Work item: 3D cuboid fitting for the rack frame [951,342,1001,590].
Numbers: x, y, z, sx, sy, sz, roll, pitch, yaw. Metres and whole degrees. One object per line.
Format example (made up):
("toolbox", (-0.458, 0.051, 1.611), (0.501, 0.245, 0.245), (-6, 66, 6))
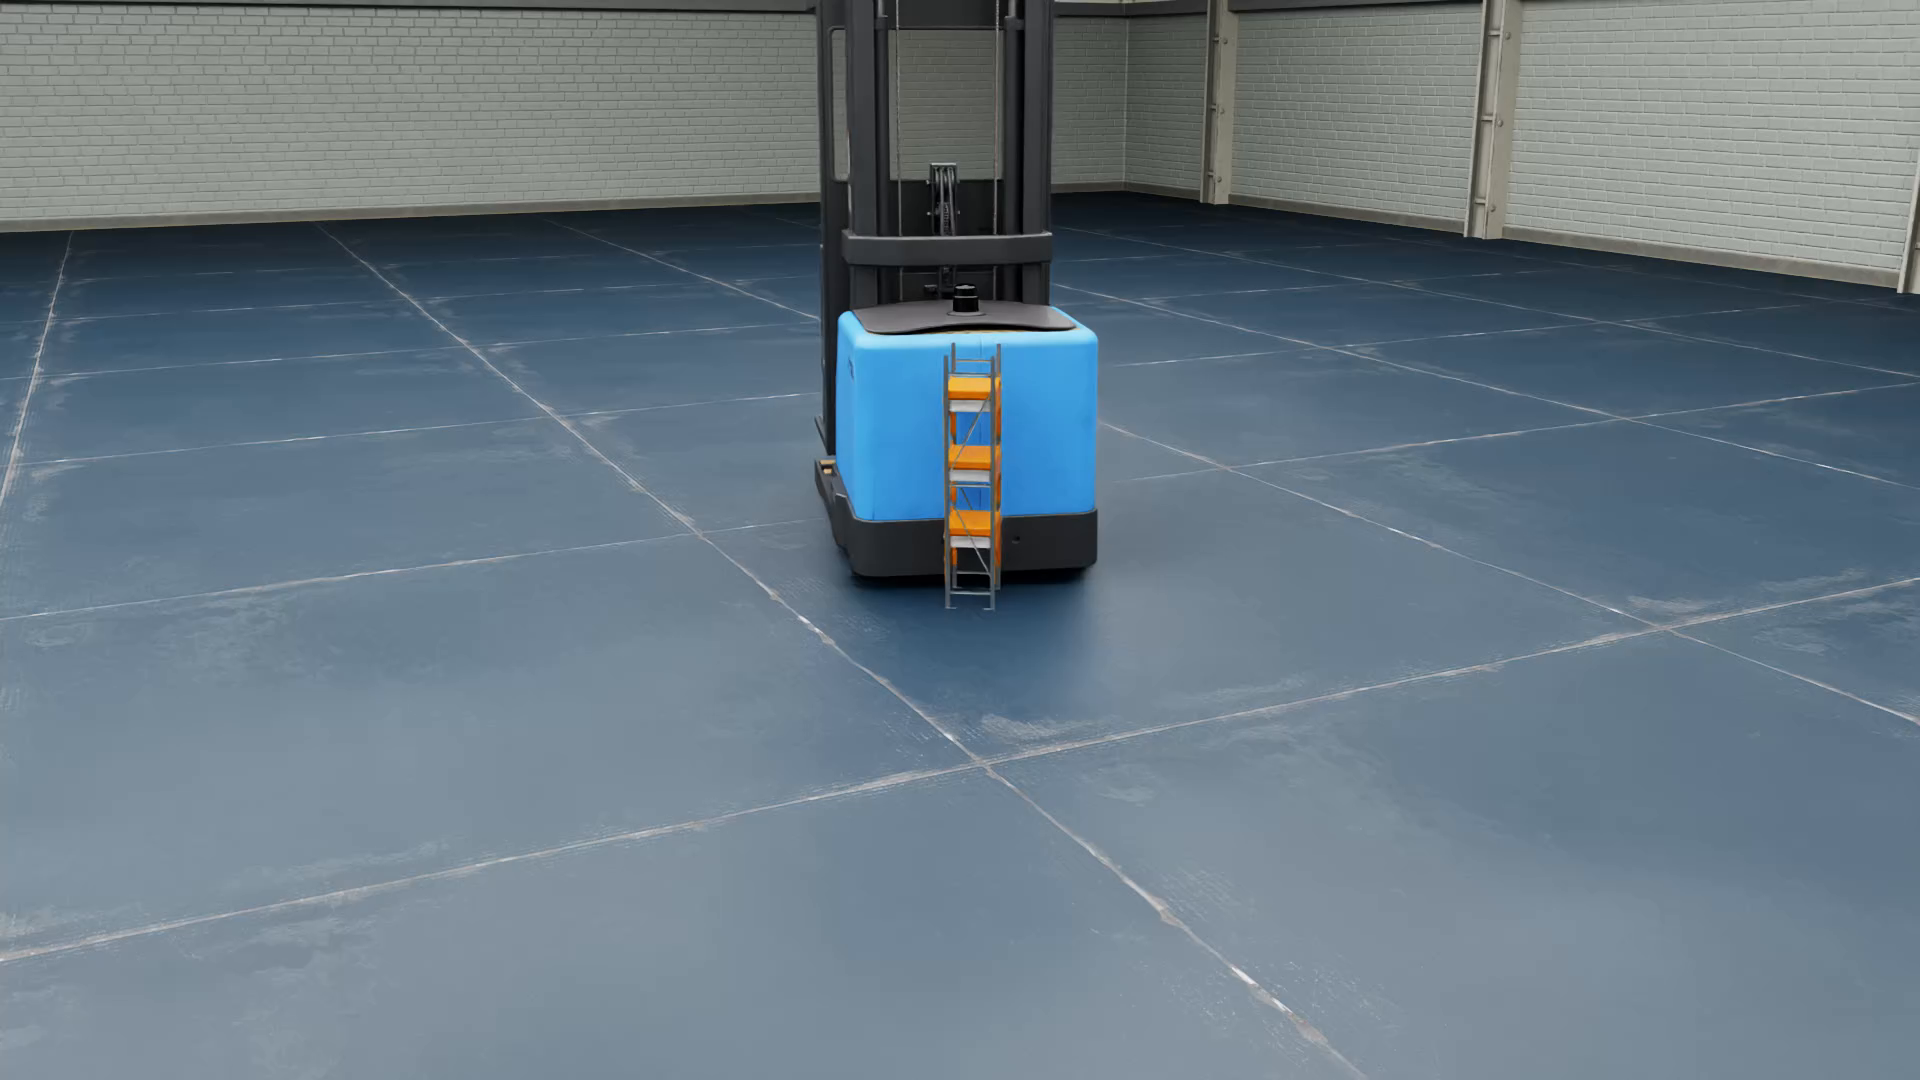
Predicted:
("rack frame", (0.068, -0.291, 6.824), (0.200, 1.050, 0.008), (2, 19, 7))

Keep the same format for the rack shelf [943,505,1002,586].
("rack shelf", (0.055, 0.021, 6.801), (0.215, 0.259, 0.240), (2, 19, 7))

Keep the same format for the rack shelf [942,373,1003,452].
("rack shelf", (0.052, -0.512, 6.623), (0.215, 0.259, 0.240), (2, 19, 7))

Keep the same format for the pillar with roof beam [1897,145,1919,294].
("pillar with roof beam", (5.428, -6.174, 12.952), (9.100, 9.000, 0.400), (-8, 18, -25))

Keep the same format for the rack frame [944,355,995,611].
("rack frame", (0.039, -0.214, 6.594), (0.200, 1.050, 0.008), (2, 19, 7))

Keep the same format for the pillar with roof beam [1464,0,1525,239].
("pillar with roof beam", (2.800, -7.662, 18.137), (9.100, 9.000, 0.400), (-8, 18, -25))

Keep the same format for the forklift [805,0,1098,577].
("forklift", (-0.153, -1.615, 8.065), (1.130, 2.935, 3.031), (-3, 16, -9))

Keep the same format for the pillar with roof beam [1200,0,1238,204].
("pillar with roof beam", (0.171, -9.150, 23.321), (9.100, 9.000, 0.400), (-8, 18, -25))

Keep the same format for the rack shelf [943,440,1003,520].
("rack shelf", (0.053, -0.243, 6.713), (0.215, 0.259, 0.240), (2, 19, 7))

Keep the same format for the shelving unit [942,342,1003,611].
("shelving unit", (0.053, -0.253, 6.709), (0.215, 1.050, 0.252), (2, 19, 7))
